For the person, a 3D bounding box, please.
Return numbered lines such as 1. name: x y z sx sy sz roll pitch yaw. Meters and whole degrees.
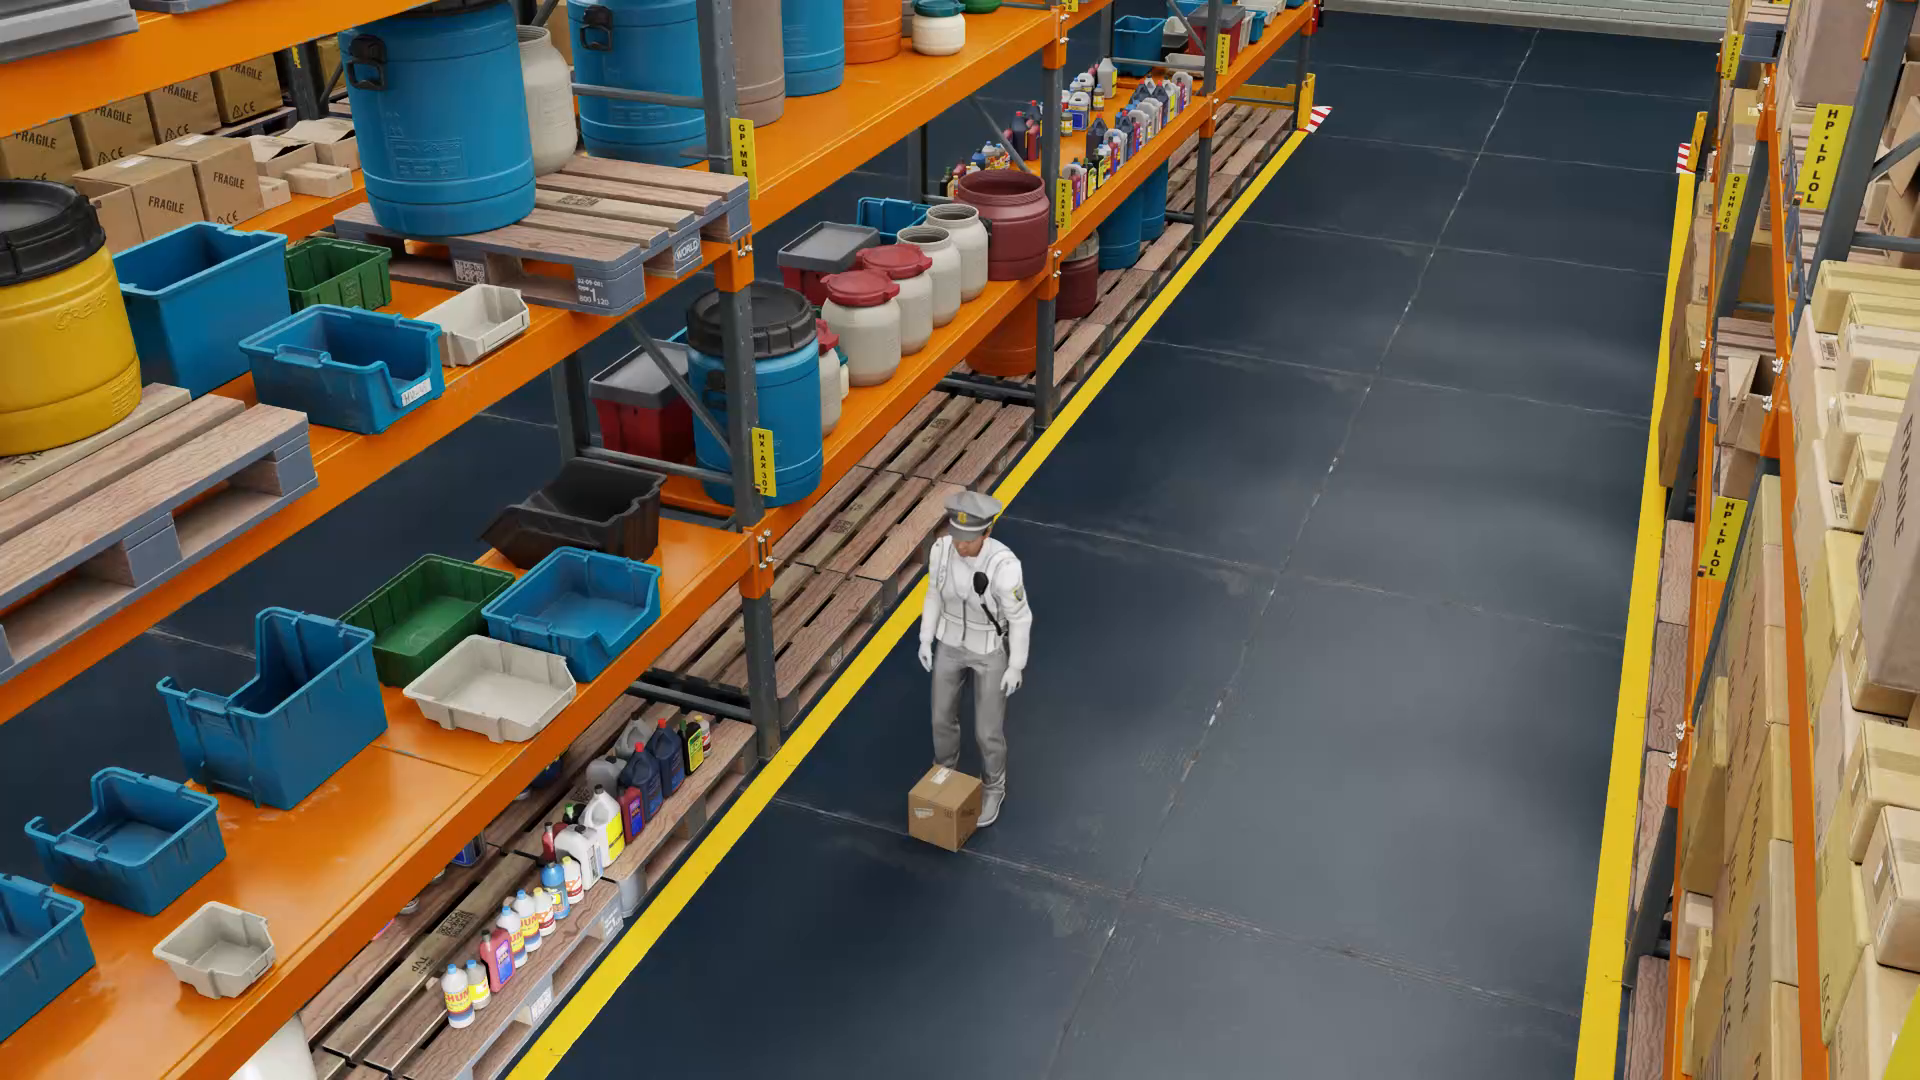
1. person: 0.054 0.515 7.489 0.535 1.662 0.374 15 33 24
